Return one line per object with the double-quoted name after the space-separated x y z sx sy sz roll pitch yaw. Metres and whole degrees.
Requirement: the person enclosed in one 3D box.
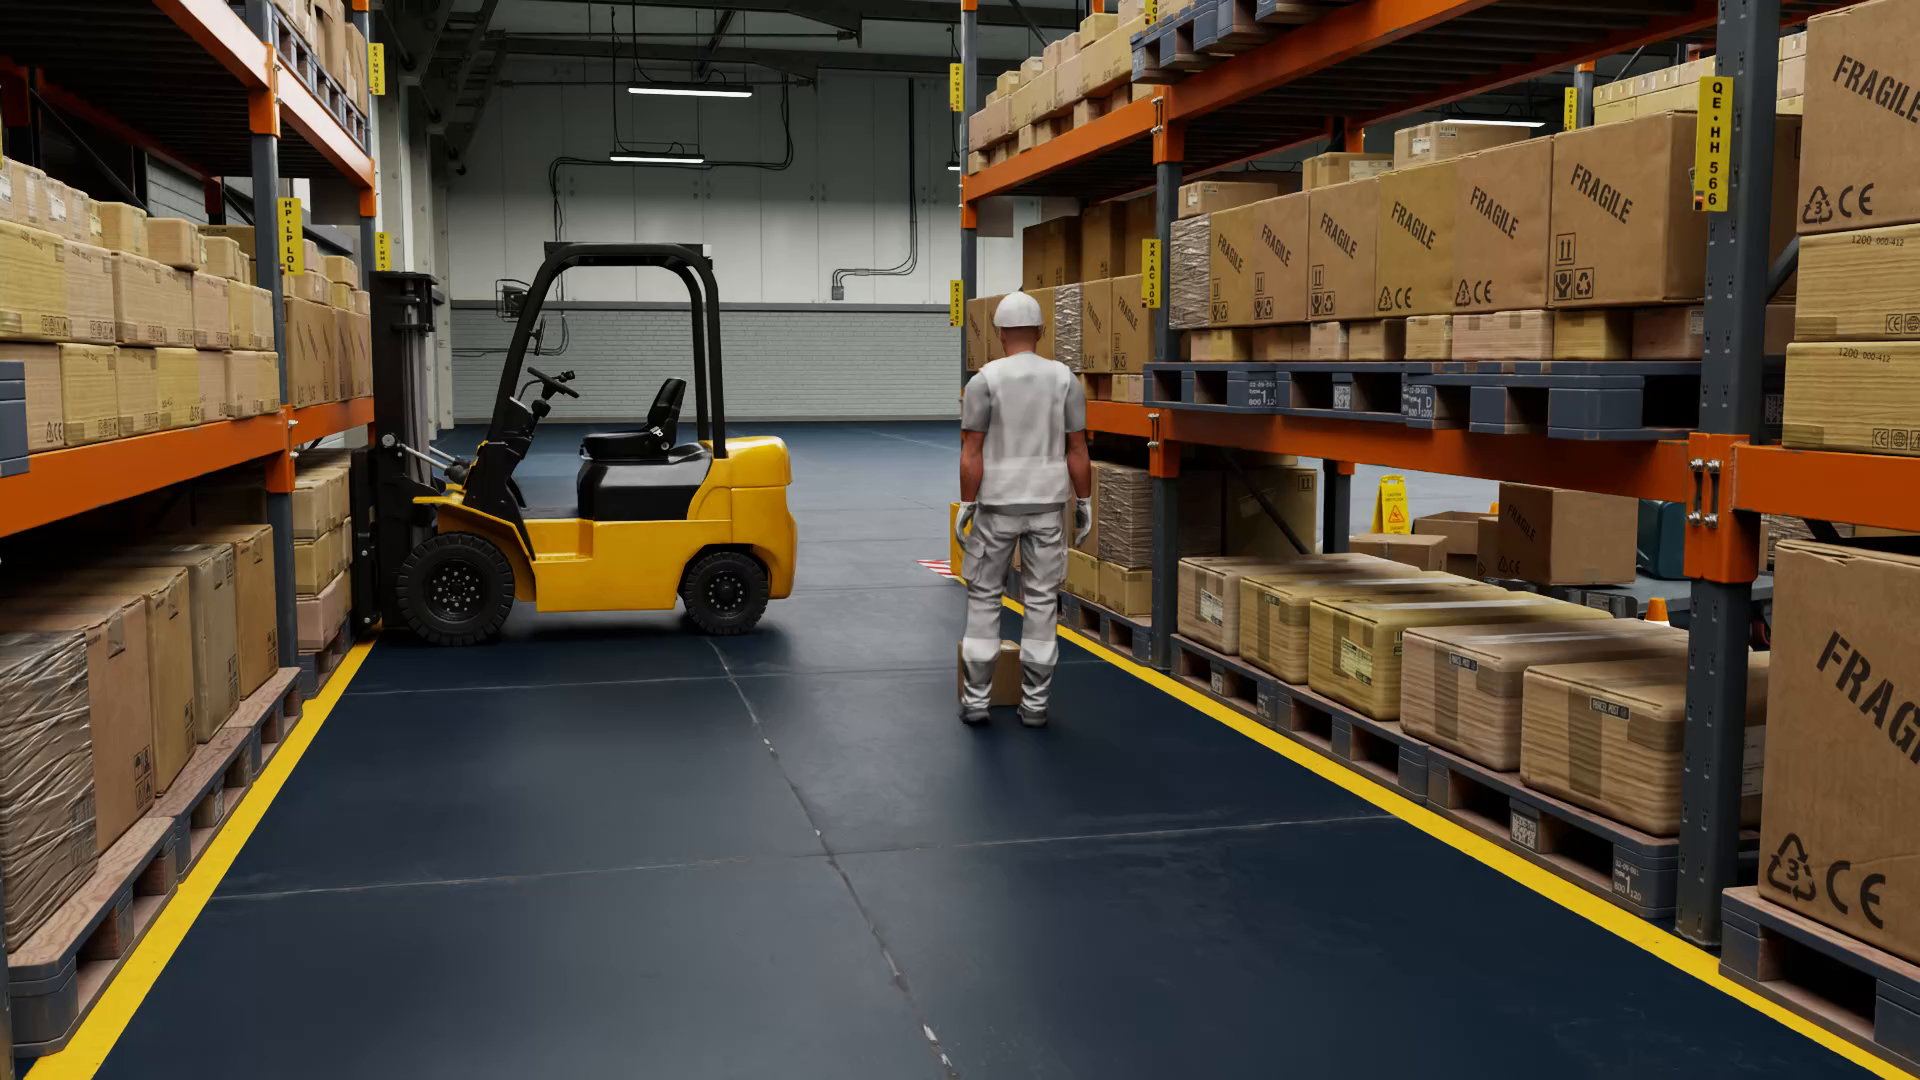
7.880 -2.002 24.661 20.730 1.797 33.448 -1 6 -8 "person"
